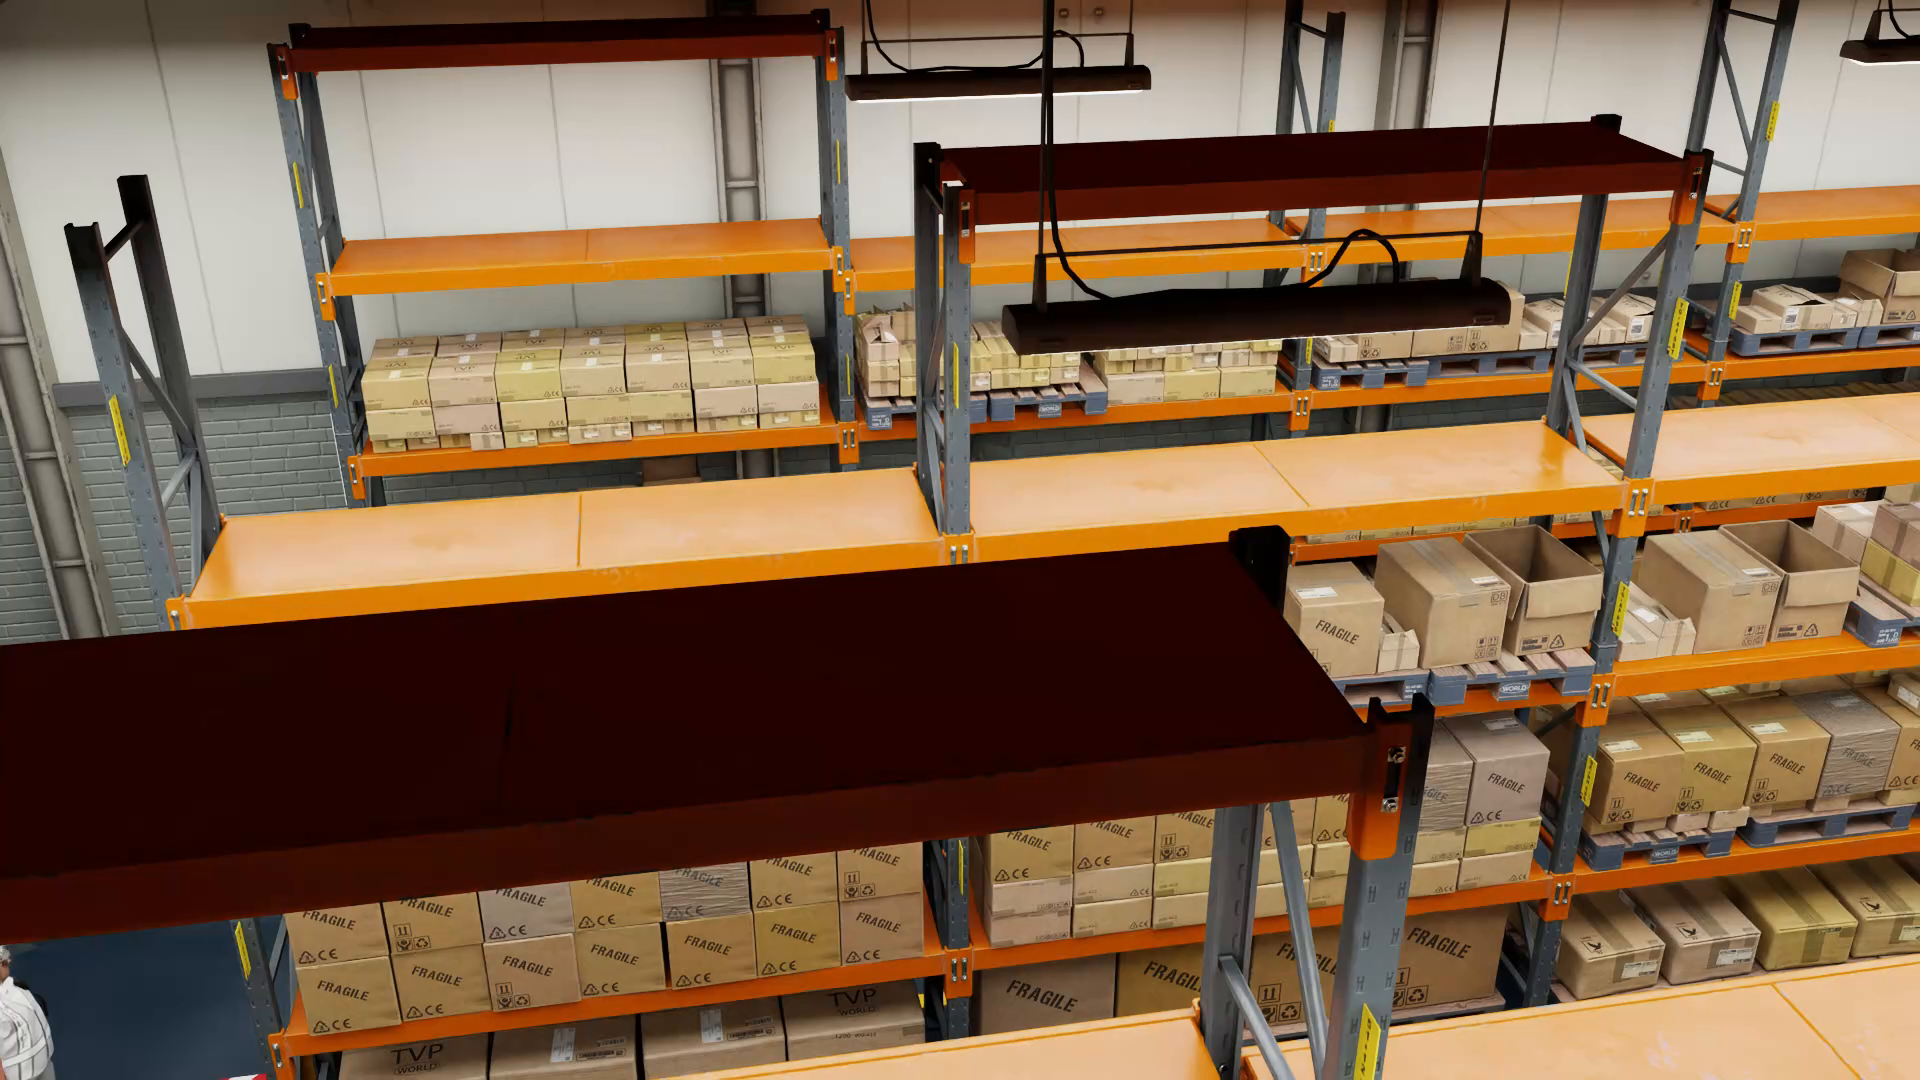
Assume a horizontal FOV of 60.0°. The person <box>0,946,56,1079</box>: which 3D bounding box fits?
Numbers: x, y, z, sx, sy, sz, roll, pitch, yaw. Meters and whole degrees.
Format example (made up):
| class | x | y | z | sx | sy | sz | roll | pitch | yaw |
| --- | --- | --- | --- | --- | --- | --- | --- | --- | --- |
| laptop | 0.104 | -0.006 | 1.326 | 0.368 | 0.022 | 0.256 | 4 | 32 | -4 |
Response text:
| class | x | y | z | sx | sy | sz | roll | pitch | yaw |
| --- | --- | --- | --- | --- | --- | --- | --- | --- | --- |
| person | -5.552 | 3.131 | 9.804 | 0.429 | 1.781 | 0.598 | -1 | 26 | -3 |
